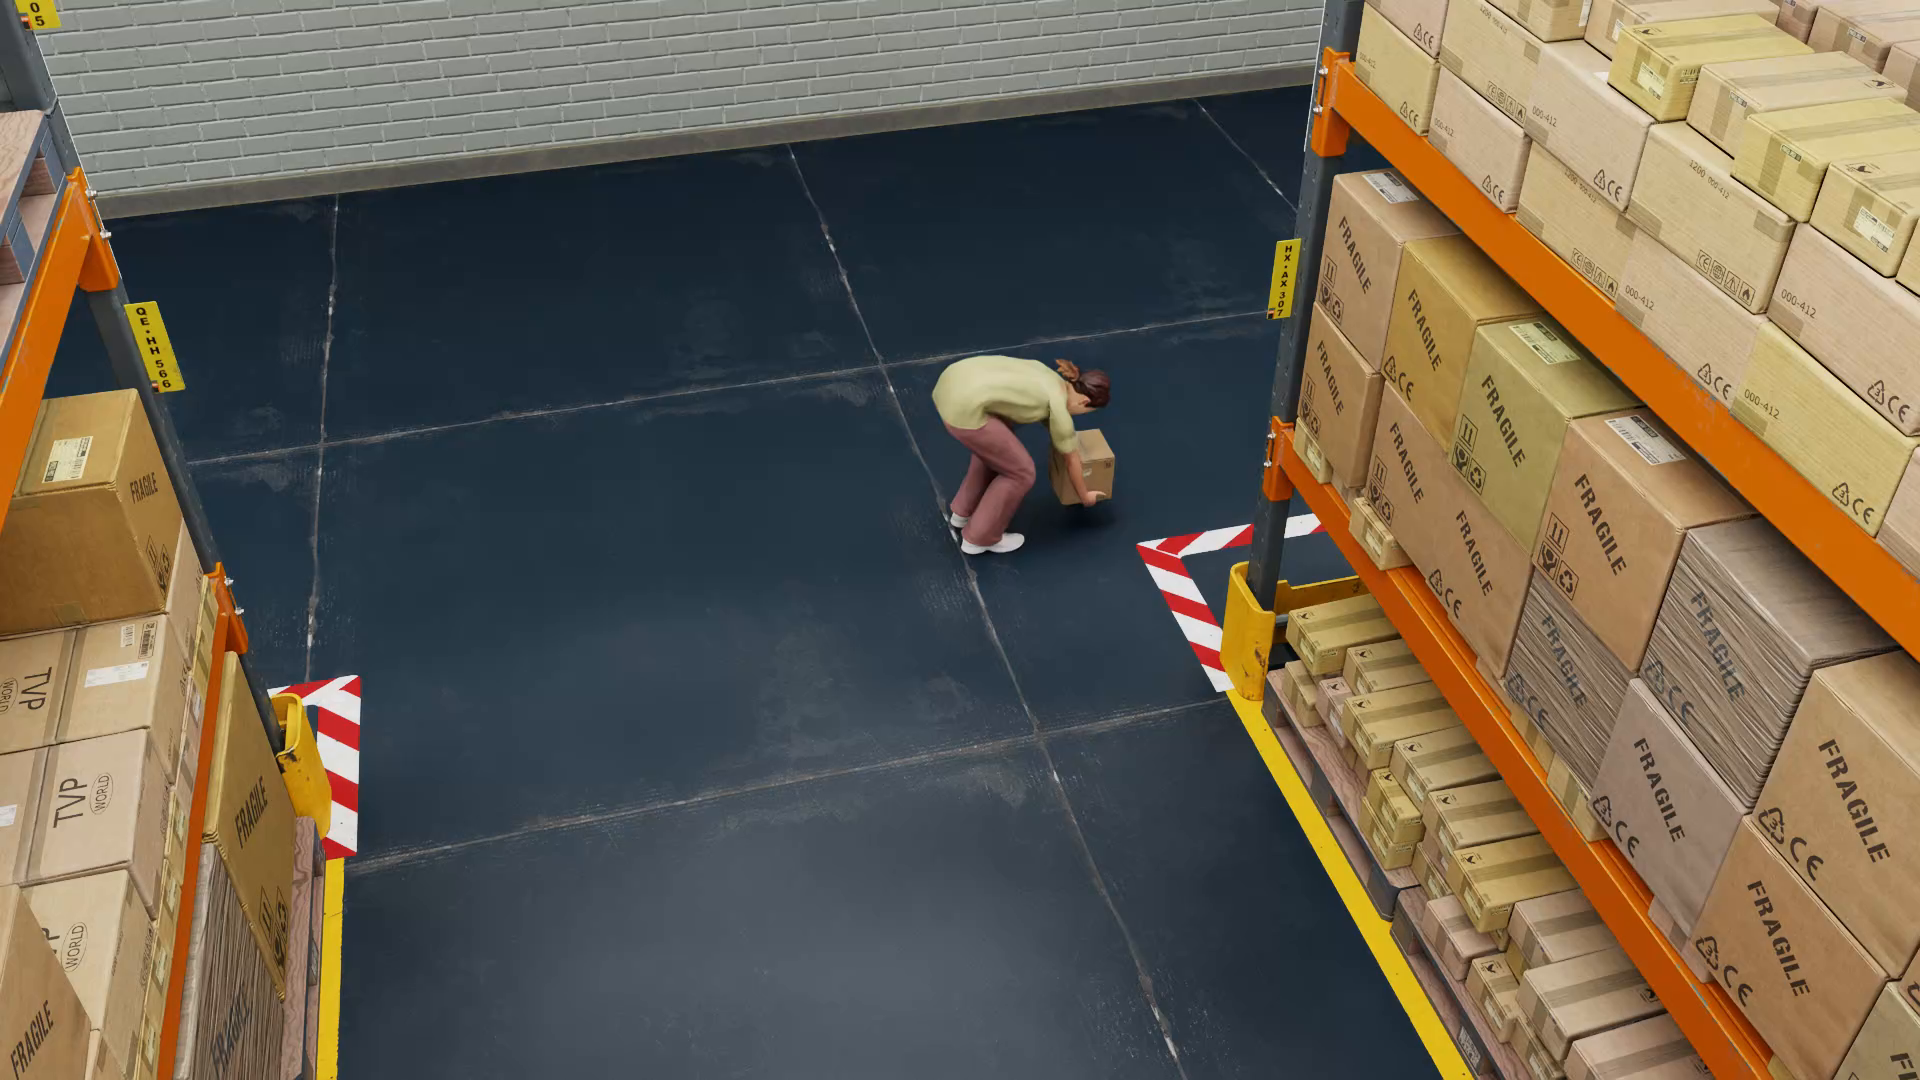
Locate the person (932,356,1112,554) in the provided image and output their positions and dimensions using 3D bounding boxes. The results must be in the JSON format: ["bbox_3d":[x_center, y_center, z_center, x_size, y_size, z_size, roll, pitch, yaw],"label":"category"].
[{"bbox_3d":[0.302,-0.405,7.876,0.854,0.869,0.457,-11,40,-13],"label":"person"}]
